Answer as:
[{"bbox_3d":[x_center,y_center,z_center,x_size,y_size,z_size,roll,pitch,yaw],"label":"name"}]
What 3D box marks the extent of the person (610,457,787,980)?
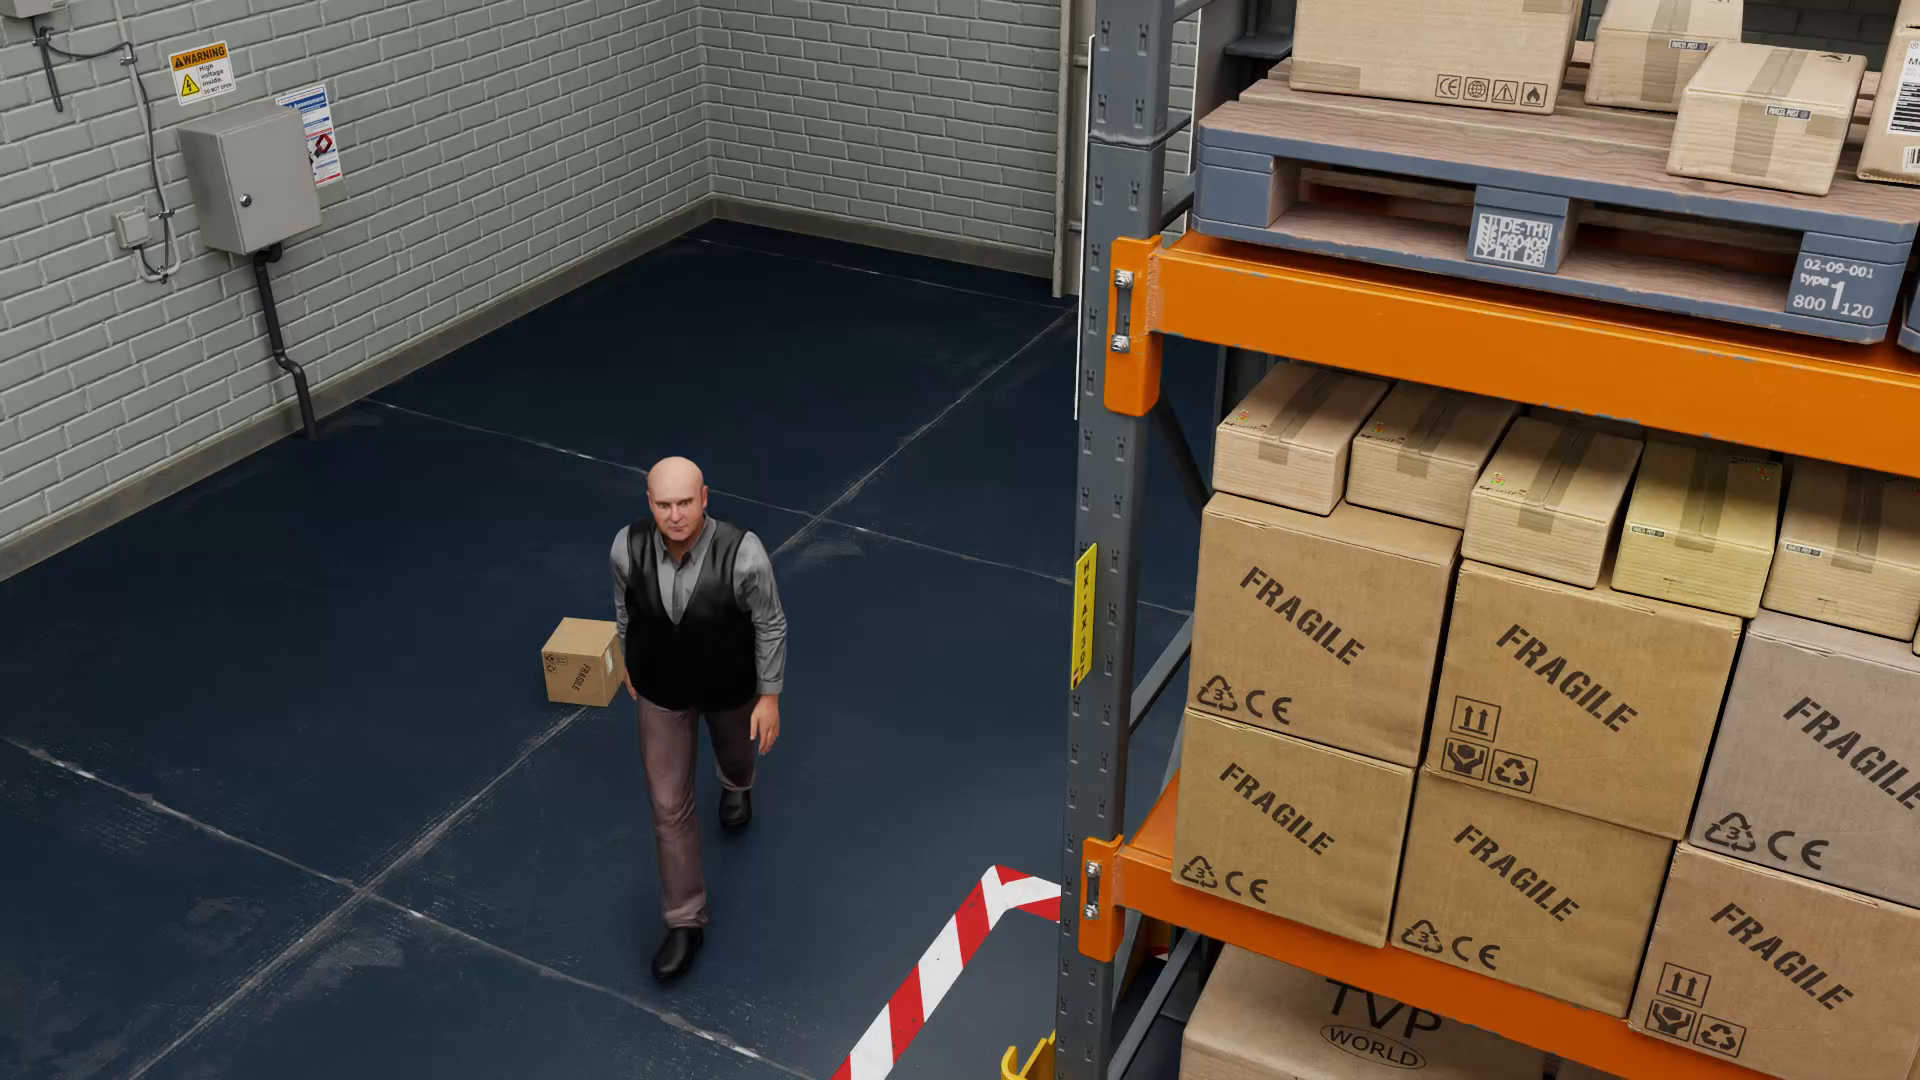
[{"bbox_3d":[-0.828,0.469,5.356,0.559,1.667,1.064,-1,30,-2],"label":"person"}]
